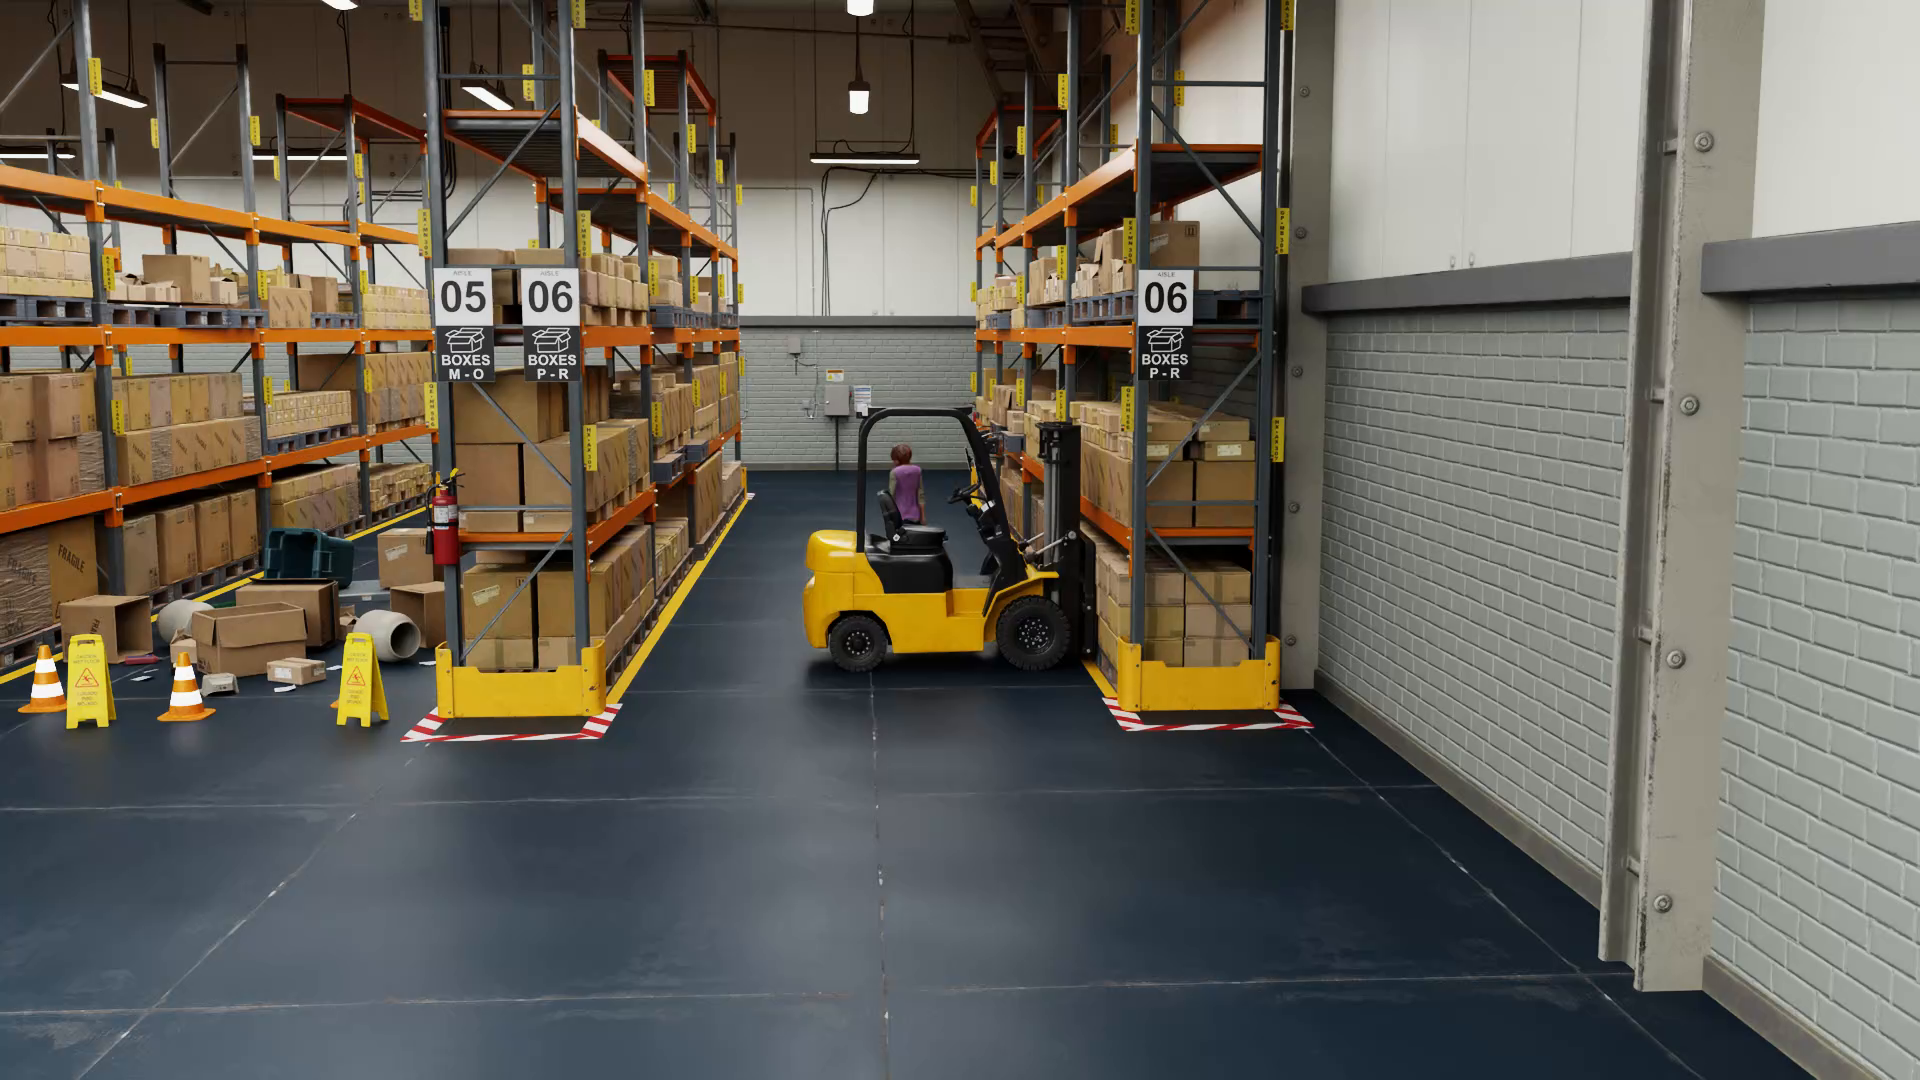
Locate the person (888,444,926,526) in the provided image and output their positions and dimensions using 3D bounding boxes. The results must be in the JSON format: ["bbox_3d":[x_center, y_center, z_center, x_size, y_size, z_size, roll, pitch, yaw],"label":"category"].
[{"bbox_3d":[-0.597,-0.174,17.282,0.440,1.629,0.364,-4,8,-30],"label":"person"}]
